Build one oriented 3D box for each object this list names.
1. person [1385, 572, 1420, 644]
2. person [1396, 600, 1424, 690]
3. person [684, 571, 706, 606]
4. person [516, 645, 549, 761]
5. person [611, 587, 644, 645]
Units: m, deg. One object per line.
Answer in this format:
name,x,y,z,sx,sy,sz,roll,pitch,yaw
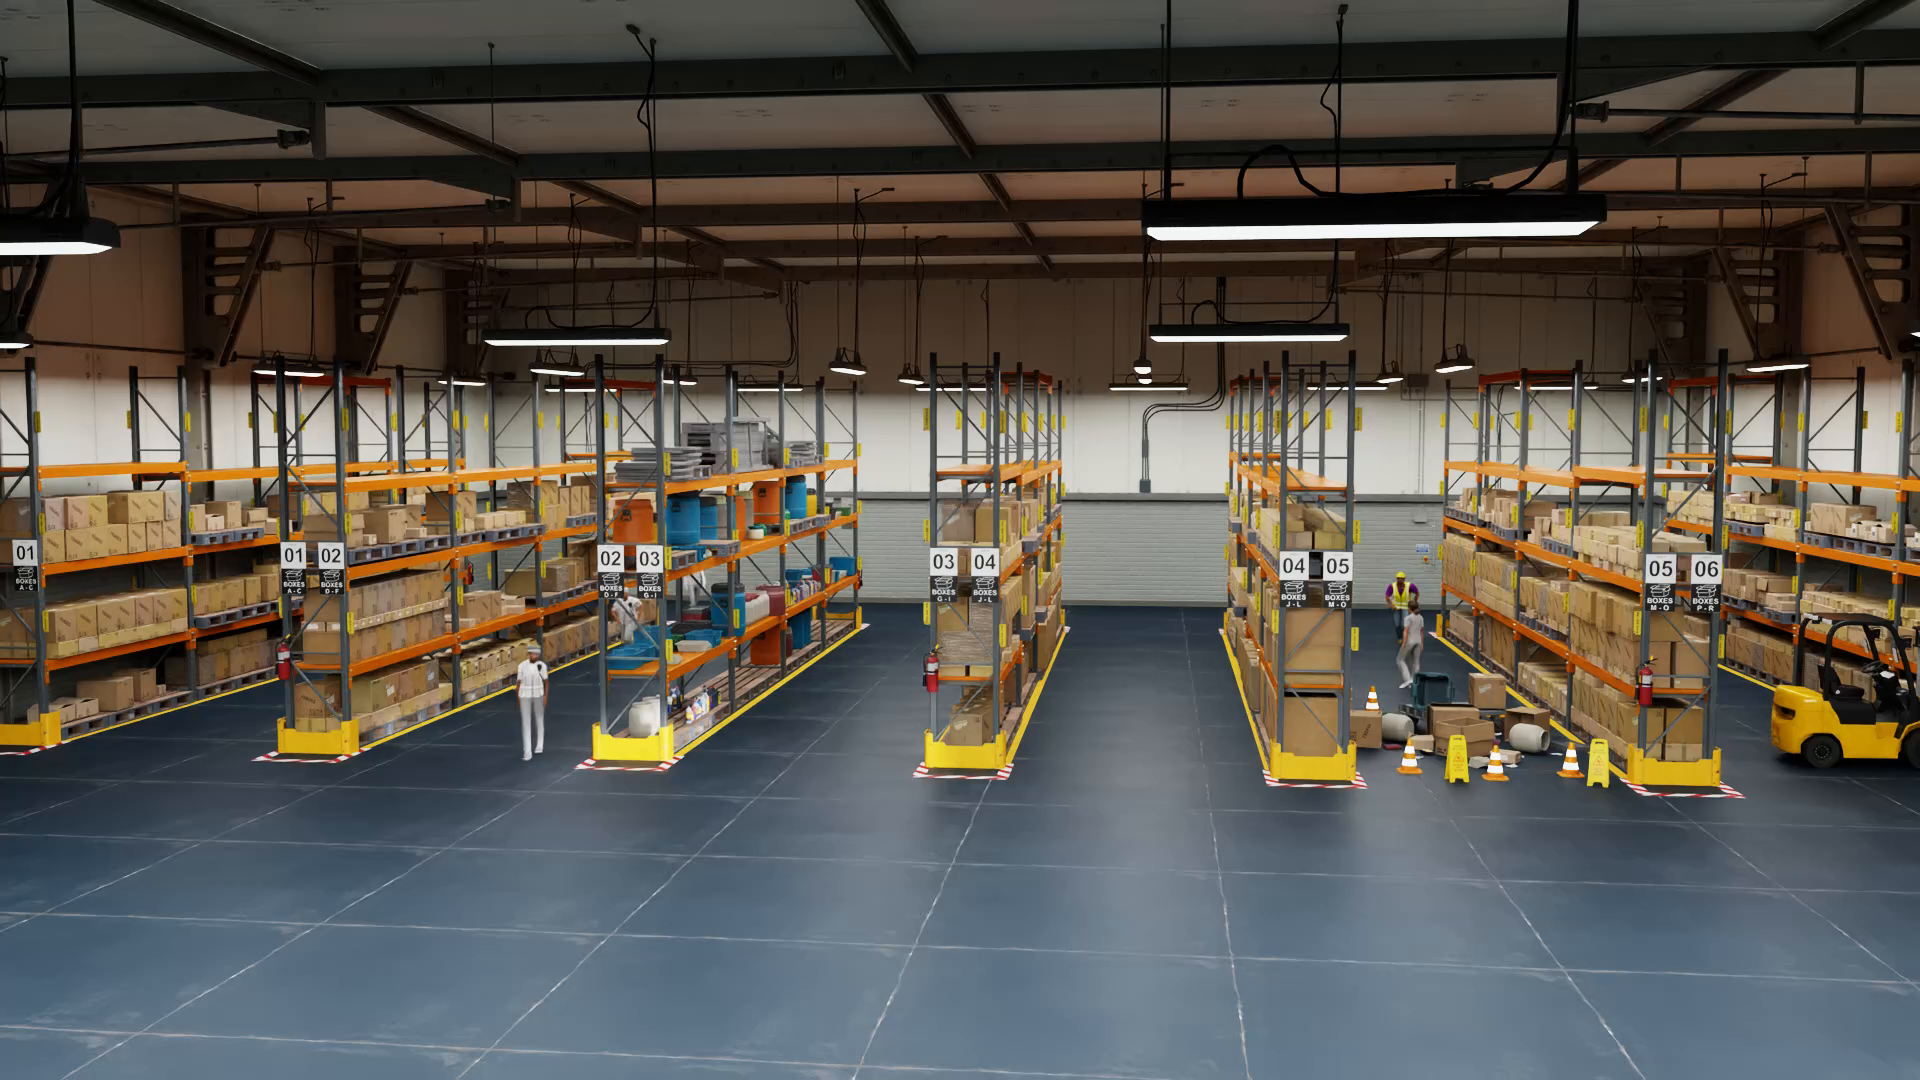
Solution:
person,9.937,1.528,37.378,0.745,1.665,0.702,1,4,16
person,8.474,1.968,31.186,0.489,1.681,0.399,-2,4,-22
person,-6.801,1.146,42.672,0.513,1.605,1.072,-2,4,-22
person,-6.395,2.420,24.965,0.469,1.670,0.710,-1,4,-20
person,-6.952,1.751,34.848,0.577,1.579,0.751,1,4,17
